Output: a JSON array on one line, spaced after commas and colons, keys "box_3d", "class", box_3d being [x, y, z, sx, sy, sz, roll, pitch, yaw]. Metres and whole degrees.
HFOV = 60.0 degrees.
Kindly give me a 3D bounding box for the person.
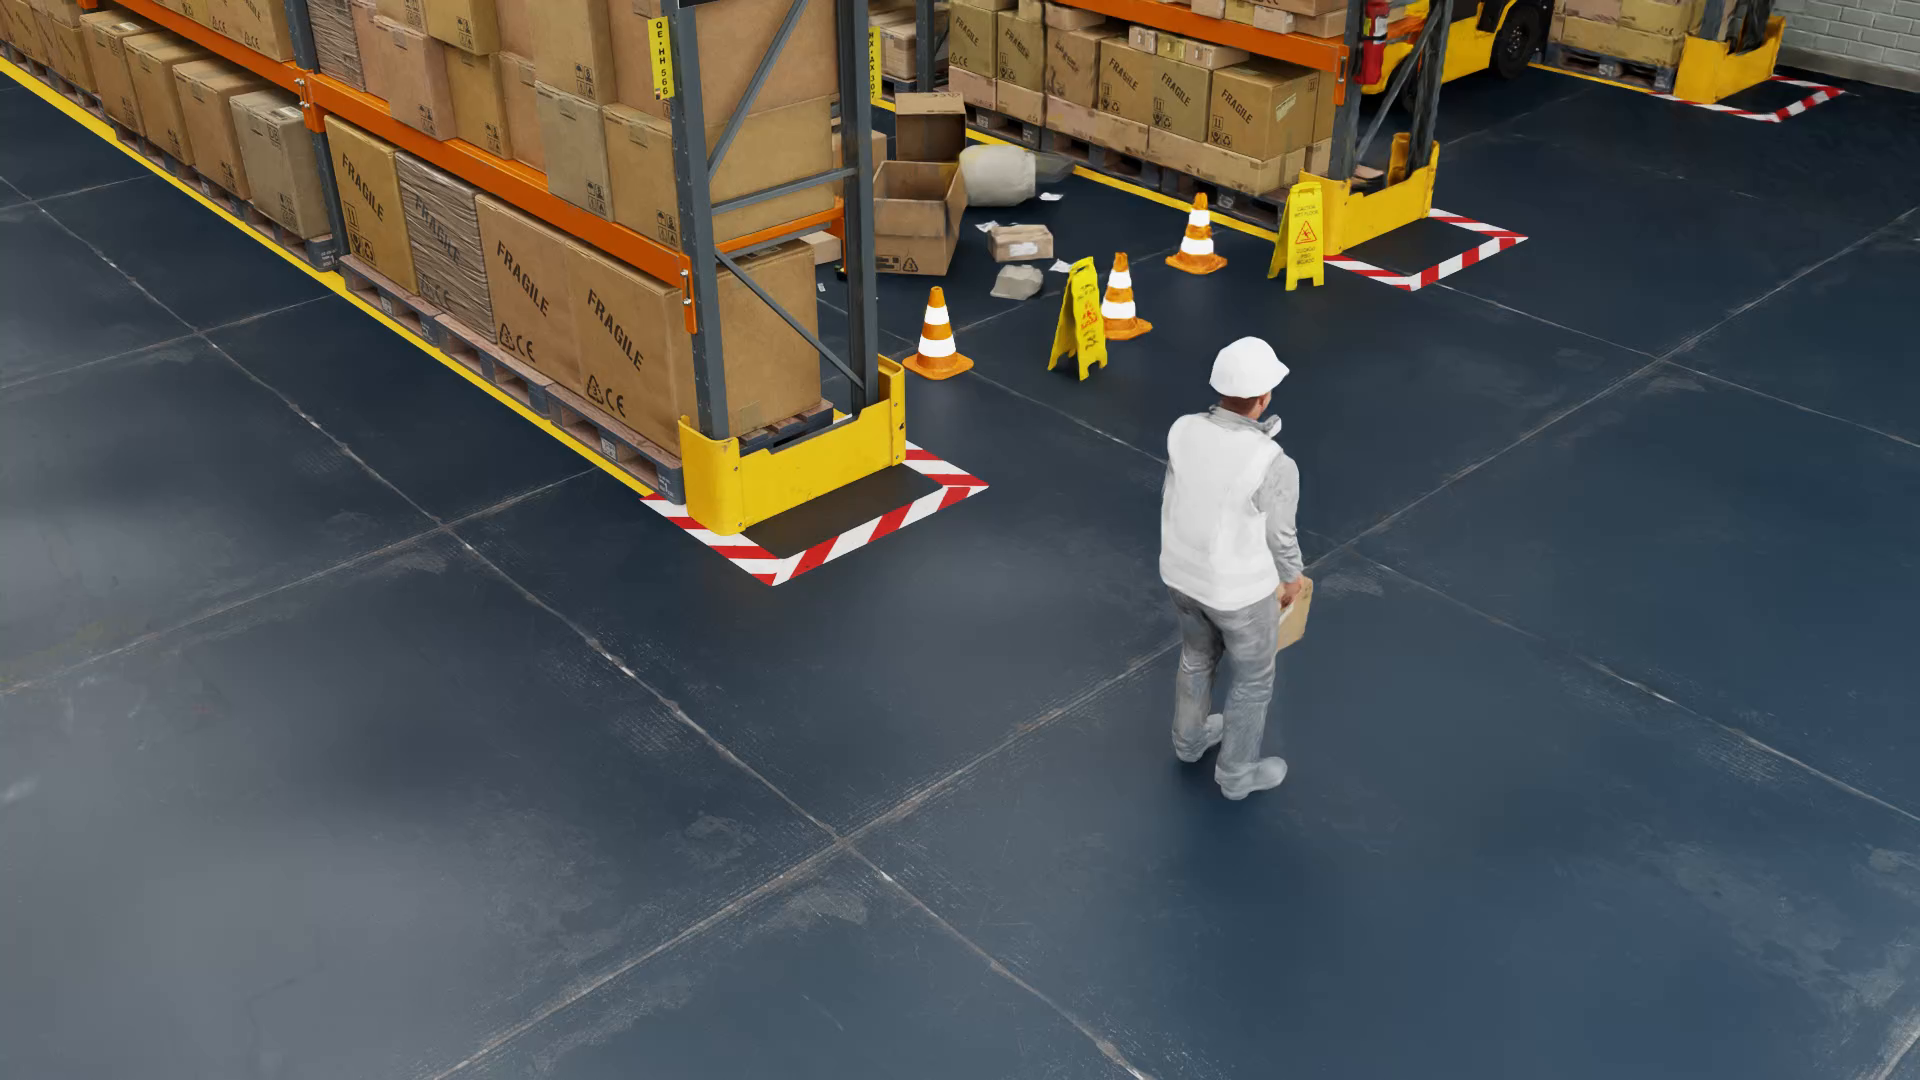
[{"box_3d": [0.953, 0.106, 5.932, 0.472, 1.776, 0.560, -27, 41, -37], "class": "person"}]
